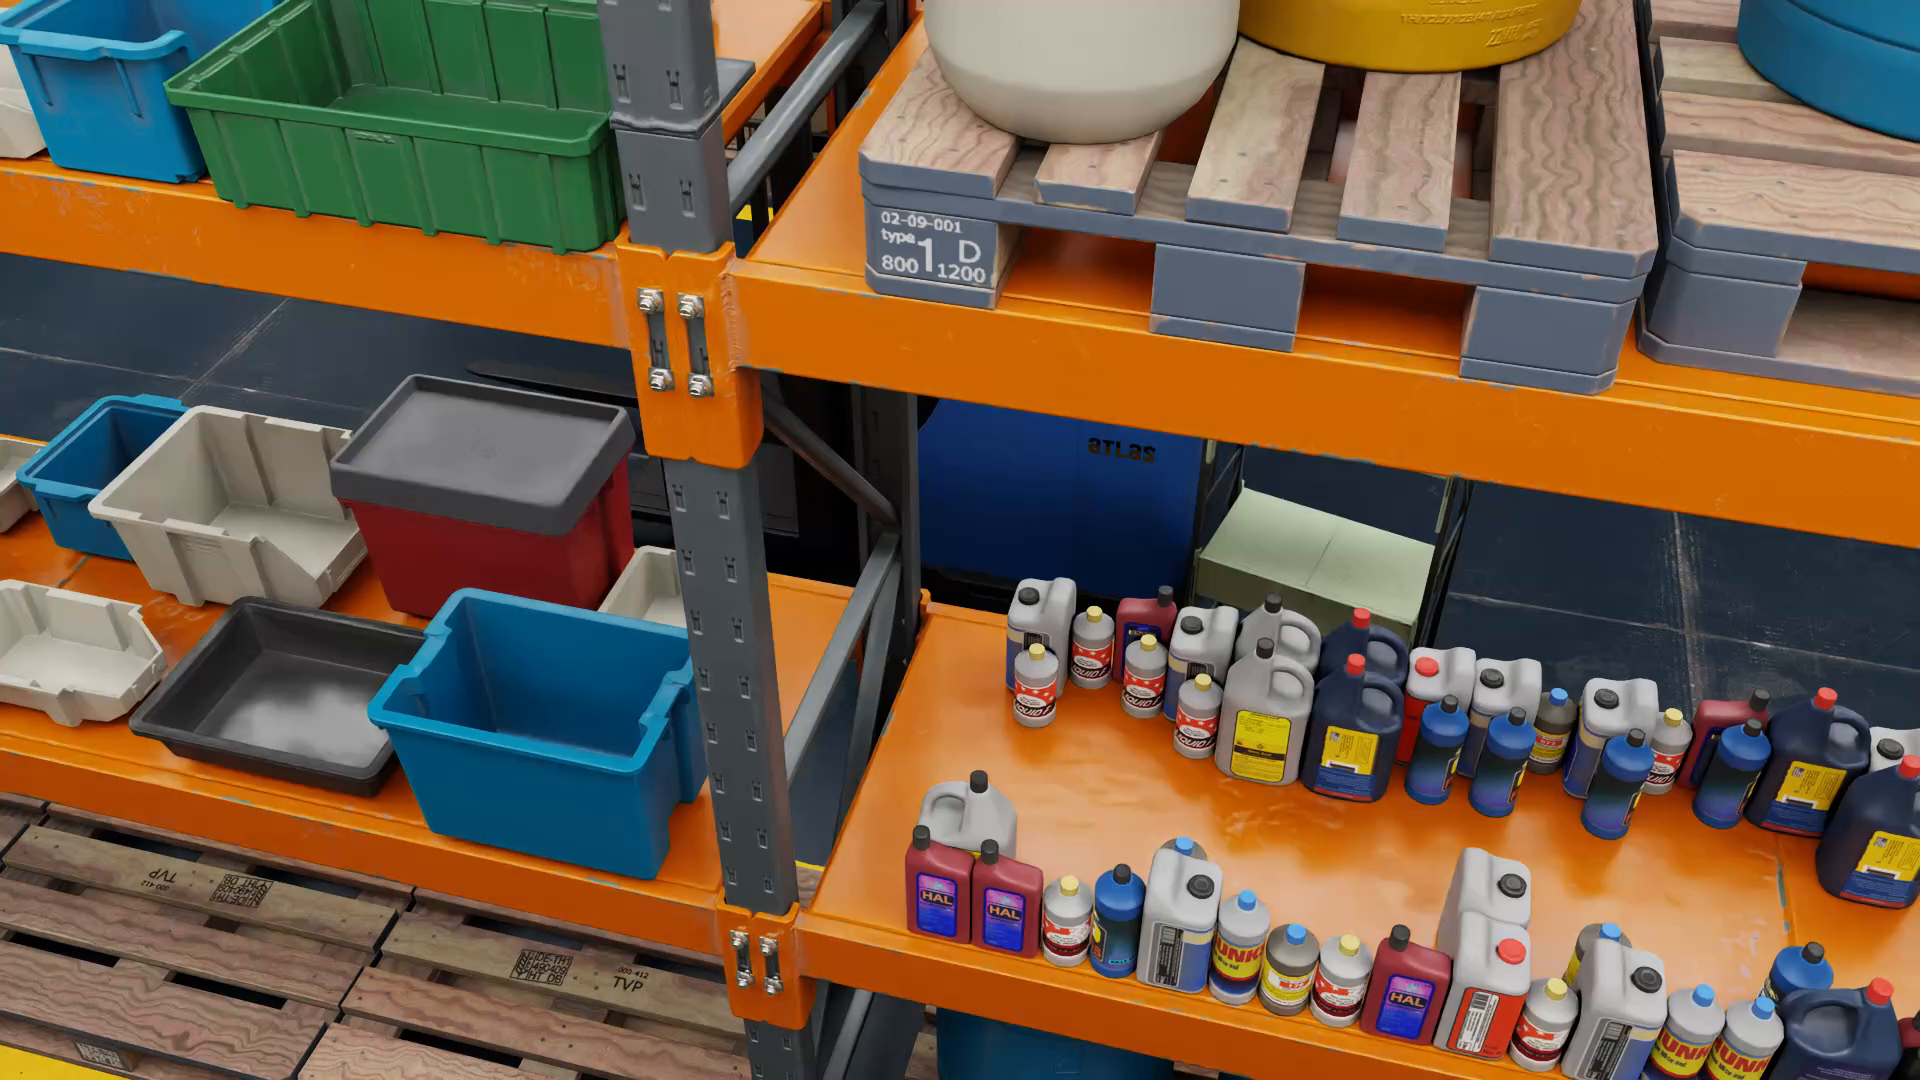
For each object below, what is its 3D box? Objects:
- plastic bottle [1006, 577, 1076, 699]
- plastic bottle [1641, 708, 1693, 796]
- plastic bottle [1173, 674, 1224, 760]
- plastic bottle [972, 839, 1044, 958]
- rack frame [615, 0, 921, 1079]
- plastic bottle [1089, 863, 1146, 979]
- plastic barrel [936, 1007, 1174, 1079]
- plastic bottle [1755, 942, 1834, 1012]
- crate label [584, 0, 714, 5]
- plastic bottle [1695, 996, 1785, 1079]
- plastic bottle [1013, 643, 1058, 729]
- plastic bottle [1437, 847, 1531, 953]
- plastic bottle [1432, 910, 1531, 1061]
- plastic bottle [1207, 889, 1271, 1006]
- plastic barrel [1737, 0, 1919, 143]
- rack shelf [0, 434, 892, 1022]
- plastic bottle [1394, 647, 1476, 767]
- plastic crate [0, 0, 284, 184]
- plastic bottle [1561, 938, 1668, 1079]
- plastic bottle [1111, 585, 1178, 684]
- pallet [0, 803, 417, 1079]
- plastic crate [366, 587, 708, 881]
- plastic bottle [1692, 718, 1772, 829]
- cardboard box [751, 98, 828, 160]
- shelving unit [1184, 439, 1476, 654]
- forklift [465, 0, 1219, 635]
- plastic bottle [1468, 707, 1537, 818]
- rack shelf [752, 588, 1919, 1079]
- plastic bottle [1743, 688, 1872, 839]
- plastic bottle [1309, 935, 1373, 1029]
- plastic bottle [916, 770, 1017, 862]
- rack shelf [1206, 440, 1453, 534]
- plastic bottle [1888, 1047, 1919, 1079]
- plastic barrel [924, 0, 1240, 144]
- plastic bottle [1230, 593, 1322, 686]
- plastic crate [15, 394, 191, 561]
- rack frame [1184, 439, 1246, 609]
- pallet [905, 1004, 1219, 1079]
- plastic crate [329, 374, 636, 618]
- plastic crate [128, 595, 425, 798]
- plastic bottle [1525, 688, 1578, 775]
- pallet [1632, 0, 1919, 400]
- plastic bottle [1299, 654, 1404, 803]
[{"bbox_3d":[0.182,0.205,3.770,0.135,0.276,0.152,10,41,11],"label":"plastic bottle"},{"bbox_3d":[1.496,0.442,3.546,0.097,0.201,0.097,0,40,0],"label":"plastic bottle"},{"bbox_3d":[0.521,0.375,3.625,0.097,0.201,0.097,0,40,0],"label":"plastic bottle"},{"bbox_3d":[0.091,0.686,3.192,0.133,0.283,0.061,10,41,11],"label":"plastic bottle"},{"bbox_3d":[-0.282,0.293,3.569,0.127,3.000,1.000,10,41,11],"label":"rack frame"},{"bbox_3d":[0.301,0.715,3.167,0.097,0.271,0.097,0,40,0],"label":"plastic bottle"},{"bbox_3d":[0.239,1.037,3.988,0.708,0.901,0.600,10,41,11],"label":"plastic barrel"},{"bbox_3d":[1.516,0.828,3.032,0.097,0.271,0.097,0,40,0],"label":"plastic bottle"},{"bbox_3d":[-0.680,-1.015,2.999,0.466,0.136,0.293,10,41,11],"label":"crate label"},{"bbox_3d":[1.384,0.901,2.945,0.097,0.271,0.097,0,40,0],"label":"plastic bottle"},{"bbox_3d":[0.168,0.314,3.698,0.097,0.201,0.097,0,40,0],"label":"plastic bottle"},{"bbox_3d":[1.001,0.714,3.164,0.135,0.276,0.152,10,41,11],"label":"plastic bottle"},{"bbox_3d":[0.961,0.808,3.052,0.135,0.276,0.152,10,41,11],"label":"plastic bottle"},{"bbox_3d":[0.525,0.753,3.121,0.097,0.271,0.097,0,40,0],"label":"plastic bottle"},{"bbox_3d":[1.406,-1.020,2.083,0.708,0.901,0.600,10,41,11],"label":"plastic barrel"},{"bbox_3d":[-2.214,0.236,4.196,4.000,0.370,1.077,10,41,11],"label":"rack shelf"},{"bbox_3d":[1.023,0.350,3.597,0.135,0.276,0.152,10,41,11],"label":"plastic bottle"},{"bbox_3d":[-1.244,-0.744,2.602,0.300,0.233,0.416,10,41,11],"label":"plastic crate"},{"bbox_3d":[1.185,0.847,3.006,0.135,0.276,0.152,10,41,11],"label":"plastic bottle"},{"bbox_3d":[0.418,0.213,3.755,0.133,0.283,0.061,10,41,11],"label":"plastic bottle"},{"bbox_3d":[-2.184,1.061,4.822,1.213,0.211,1.003,10,41,11],"label":"pallet"},{"bbox_3d":[-0.821,0.411,3.395,0.575,0.384,0.392,10,41,11],"label":"plastic crate"},{"bbox_3d":[1.609,0.475,3.452,0.097,0.271,0.097,0,40,0],"label":"plastic bottle"},{"bbox_3d":[-0.488,-2.440,8.149,0.875,0.875,0.875,10,41,11],"label":"cardboard box"},{"bbox_3d":[1.158,-0.085,5.186,0.755,1.500,0.431,19,44,21],"label":"shelving unit"},{"bbox_3d":[-0.609,-1.225,5.430,3.031,2.935,1.130,10,41,11],"label":"forklift"},{"bbox_3d":[1.138,0.455,3.476,0.097,0.271,0.097,0,40,0],"label":"plastic bottle"},{"bbox_3d":[1.650,0.901,3.404,4.000,0.370,1.077,10,41,11],"label":"rack shelf"},{"bbox_3d":[1.755,0.445,3.427,0.185,0.351,0.144,10,41,11],"label":"plastic bottle"},{"bbox_3d":[0.713,0.812,3.105,0.097,0.201,0.097,0,40,0],"label":"plastic bottle"},{"bbox_3d":[0.014,0.579,3.267,0.185,0.351,0.144,10,41,11],"label":"plastic bottle"},{"bbox_3d":[1.158,-0.384,4.935,0.720,0.370,0.431,19,44,21],"label":"rack shelf"},{"bbox_3d":[1.670,0.958,2.868,0.133,0.283,0.061,10,41,11],"label":"plastic bottle"},{"bbox_3d":[0.162,-0.825,2.136,0.433,0.535,0.433,0,40,0],"label":"plastic barrel"},{"bbox_3d":[0.691,0.262,3.645,0.185,0.351,0.144,10,41,11],"label":"plastic bottle"},{"bbox_3d":[-2.096,-0.149,4.178,0.300,0.233,0.416,10,41,11],"label":"plastic crate"},{"bbox_3d":[0.835,-0.196,5.317,0.023,1.500,0.400,19,44,21],"label":"rack frame"},{"bbox_3d":[0.453,1.515,4.282,1.213,0.211,1.003,10,41,11],"label":"pallet"},{"bbox_3d":[-1.079,-0.059,3.891,0.583,0.464,0.402,10,41,11],"label":"plastic crate"},{"bbox_3d":[-1.433,0.356,3.661,0.590,0.125,0.437,10,41,11],"label":"plastic crate"},{"bbox_3d":[1.272,0.403,3.592,0.097,0.201,0.097,0,40,0],"label":"plastic bottle"},{"bbox_3d":[1.597,-0.527,2.359,1.213,0.211,1.003,10,41,11],"label":"pallet"},{"bbox_3d":[0.832,0.382,3.501,0.185,0.351,0.144,10,41,11],"label":"plastic bottle"}]
